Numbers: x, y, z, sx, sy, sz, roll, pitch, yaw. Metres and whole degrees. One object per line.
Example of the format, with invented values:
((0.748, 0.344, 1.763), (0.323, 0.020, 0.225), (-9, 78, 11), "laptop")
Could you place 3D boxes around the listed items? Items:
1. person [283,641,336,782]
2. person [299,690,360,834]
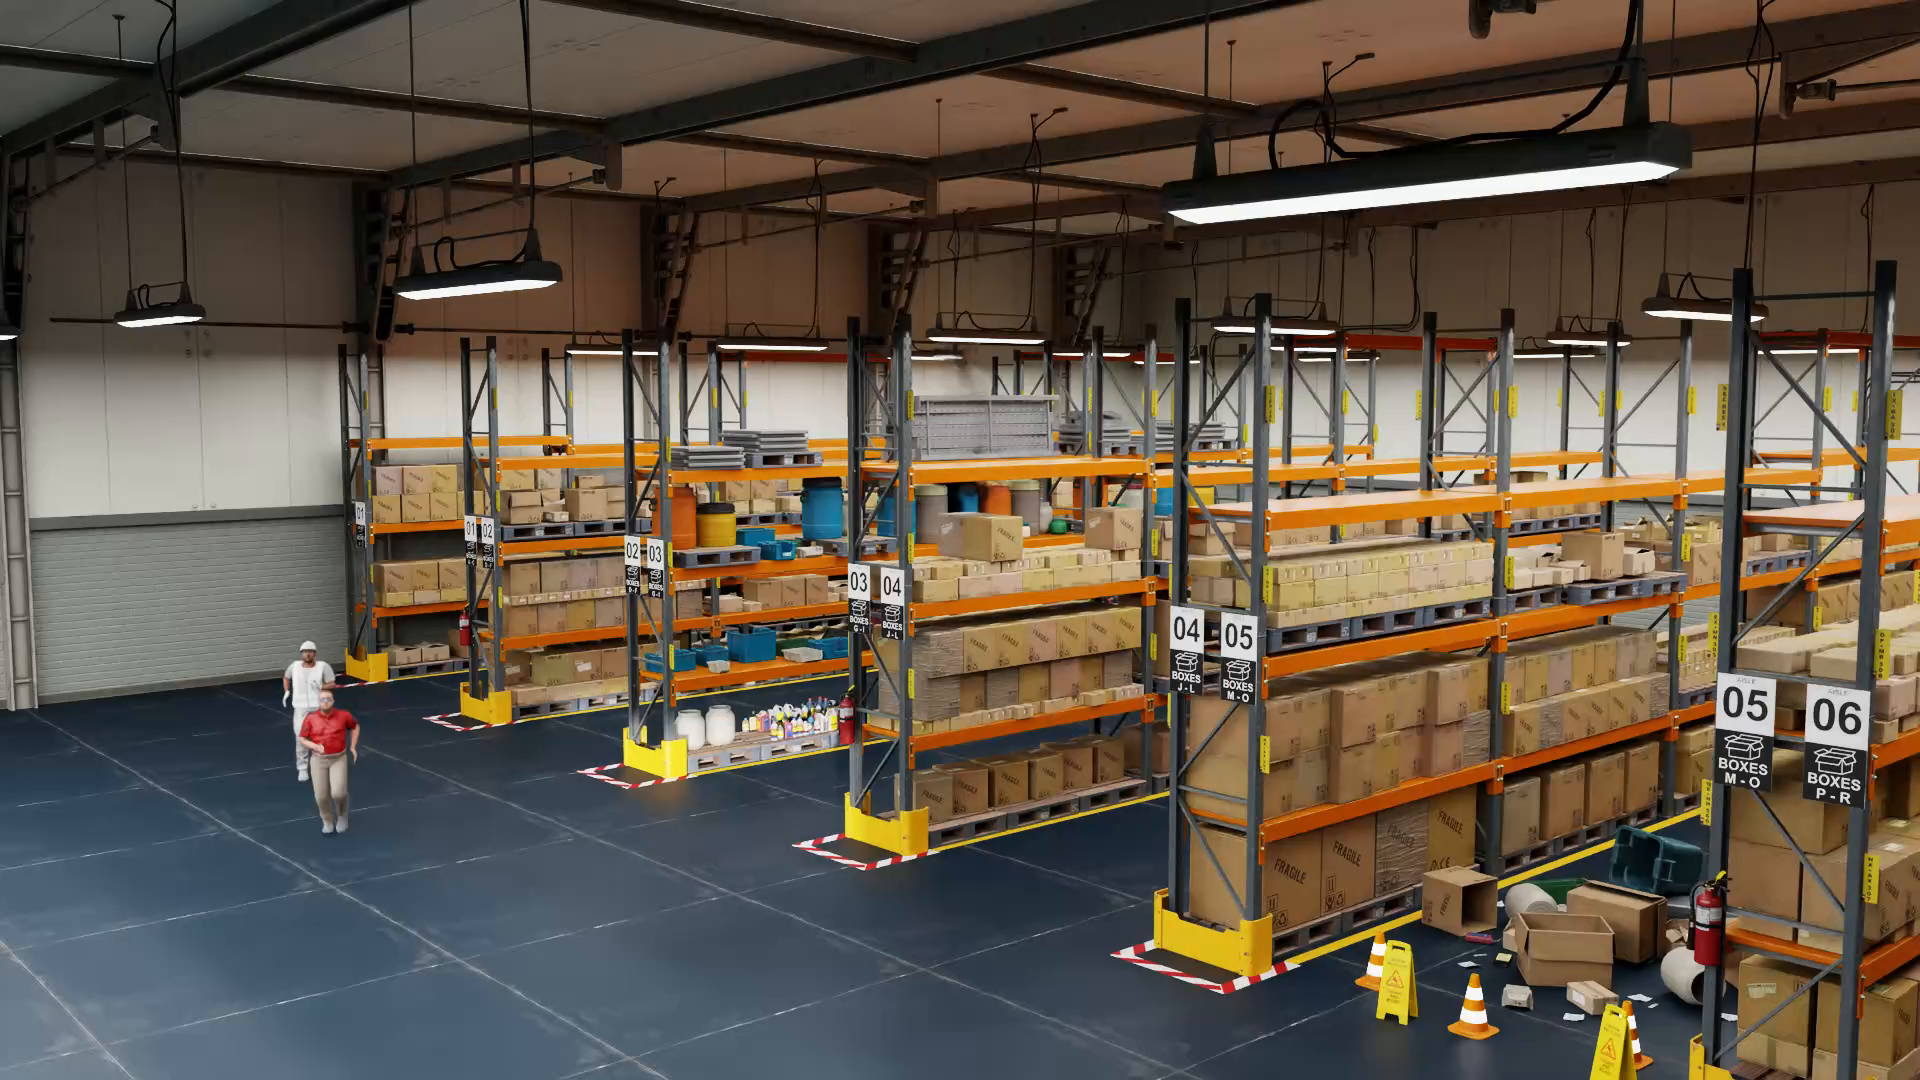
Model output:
((-8.728, 2.253, 22.316), (0.670, 1.804, 0.934), (-2, 5, -18), "person")
((-7.303, 2.590, 19.261), (0.645, 1.691, 0.655), (-2, 5, -16), "person")
